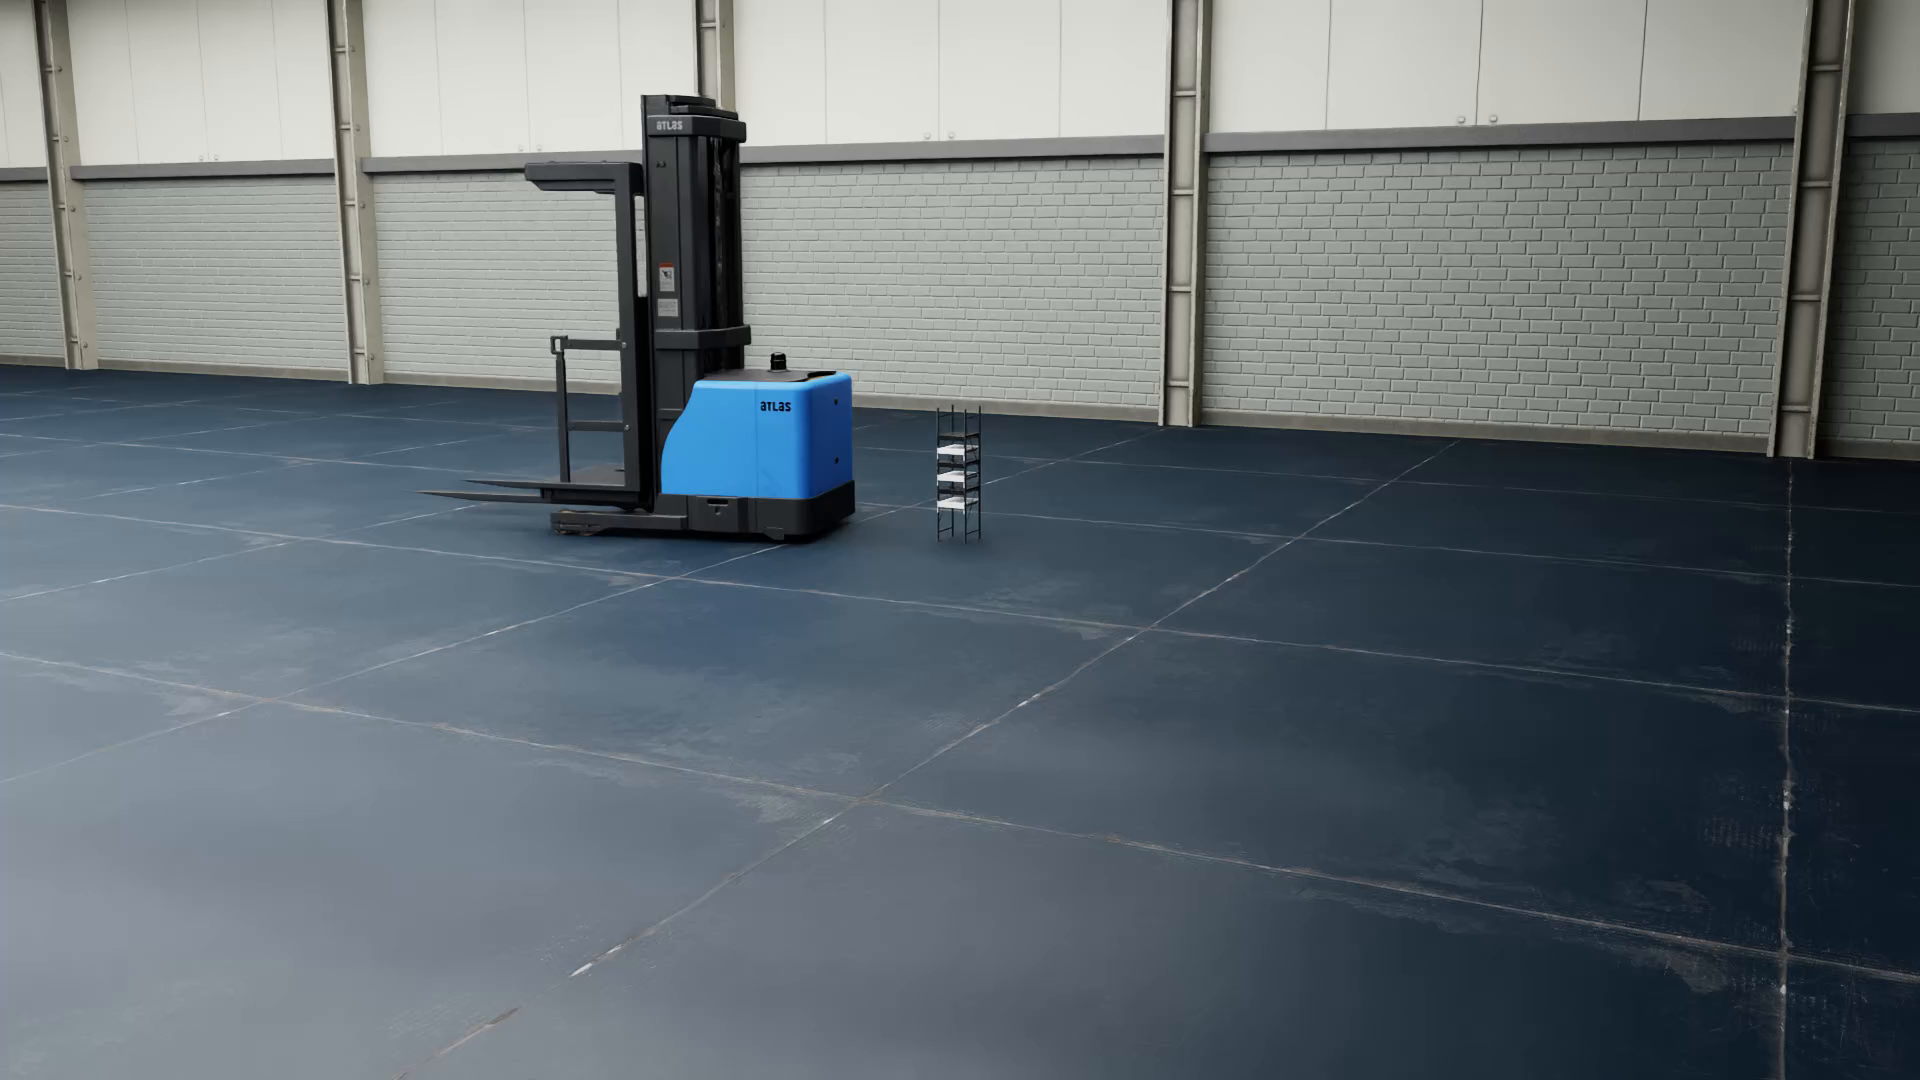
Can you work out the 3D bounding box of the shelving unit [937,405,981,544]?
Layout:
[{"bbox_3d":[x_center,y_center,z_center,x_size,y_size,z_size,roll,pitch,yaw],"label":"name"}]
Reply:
[{"bbox_3d":[-0.007,-0.443,11.154,0.210,0.900,0.258,5,11,26],"label":"shelving unit"}]

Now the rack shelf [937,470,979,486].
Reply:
[{"bbox_3d":[-0.007,-0.411,11.160,0.200,0.077,0.258,5,11,26],"label":"rack shelf"}]

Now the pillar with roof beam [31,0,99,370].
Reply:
[{"bbox_3d":[-15.639,-6.421,21.442,0.400,9.000,9.100,5,11,26],"label":"pillar with roof beam"}]

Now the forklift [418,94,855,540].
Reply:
[{"bbox_3d":[-2.325,-1.558,11.609,3.031,2.935,1.130,3,11,14],"label":"forklift"}]

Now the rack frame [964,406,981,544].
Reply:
[{"bbox_3d":[0.084,-0.435,11.109,0.006,0.900,0.240,5,11,26],"label":"rack frame"}]

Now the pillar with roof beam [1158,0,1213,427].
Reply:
[{"bbox_3d":[0.503,-5.003,13.604,0.400,9.000,9.100,5,11,26],"label":"pillar with roof beam"}]

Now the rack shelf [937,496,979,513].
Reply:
[{"bbox_3d":[-0.007,-0.234,11.192,0.200,0.077,0.258,5,11,26],"label":"rack shelf"}]

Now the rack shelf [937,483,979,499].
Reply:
[{"bbox_3d":[-0.007,-0.322,11.176,0.200,0.077,0.258,5,11,26],"label":"rack shelf"}]

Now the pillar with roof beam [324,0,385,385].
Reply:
[{"bbox_3d":[-10.259,-5.948,18.829,0.400,9.000,9.100,5,11,26],"label":"pillar with roof beam"}]

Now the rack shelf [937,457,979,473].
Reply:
[{"bbox_3d":[-0.007,-0.499,11.144,0.200,0.077,0.258,5,11,26],"label":"rack shelf"}]

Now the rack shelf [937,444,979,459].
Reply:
[{"bbox_3d":[-0.007,-0.588,11.127,0.200,0.077,0.258,5,11,26],"label":"rack shelf"}]

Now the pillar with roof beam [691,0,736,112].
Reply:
[{"bbox_3d":[-4.878,-5.476,16.217,0.400,9.000,9.100,5,11,26],"label":"pillar with roof beam"}]

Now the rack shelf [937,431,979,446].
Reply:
[{"bbox_3d":[-0.007,-0.676,11.111,0.200,0.077,0.258,5,11,26],"label":"rack shelf"}]

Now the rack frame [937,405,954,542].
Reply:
[{"bbox_3d":[-0.098,-0.451,11.198,0.006,0.900,0.240,5,11,26],"label":"rack frame"}]

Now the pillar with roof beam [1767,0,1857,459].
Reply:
[{"bbox_3d":[5.883,-4.530,10.992,0.400,9.000,9.100,5,11,26],"label":"pillar with roof beam"}]
